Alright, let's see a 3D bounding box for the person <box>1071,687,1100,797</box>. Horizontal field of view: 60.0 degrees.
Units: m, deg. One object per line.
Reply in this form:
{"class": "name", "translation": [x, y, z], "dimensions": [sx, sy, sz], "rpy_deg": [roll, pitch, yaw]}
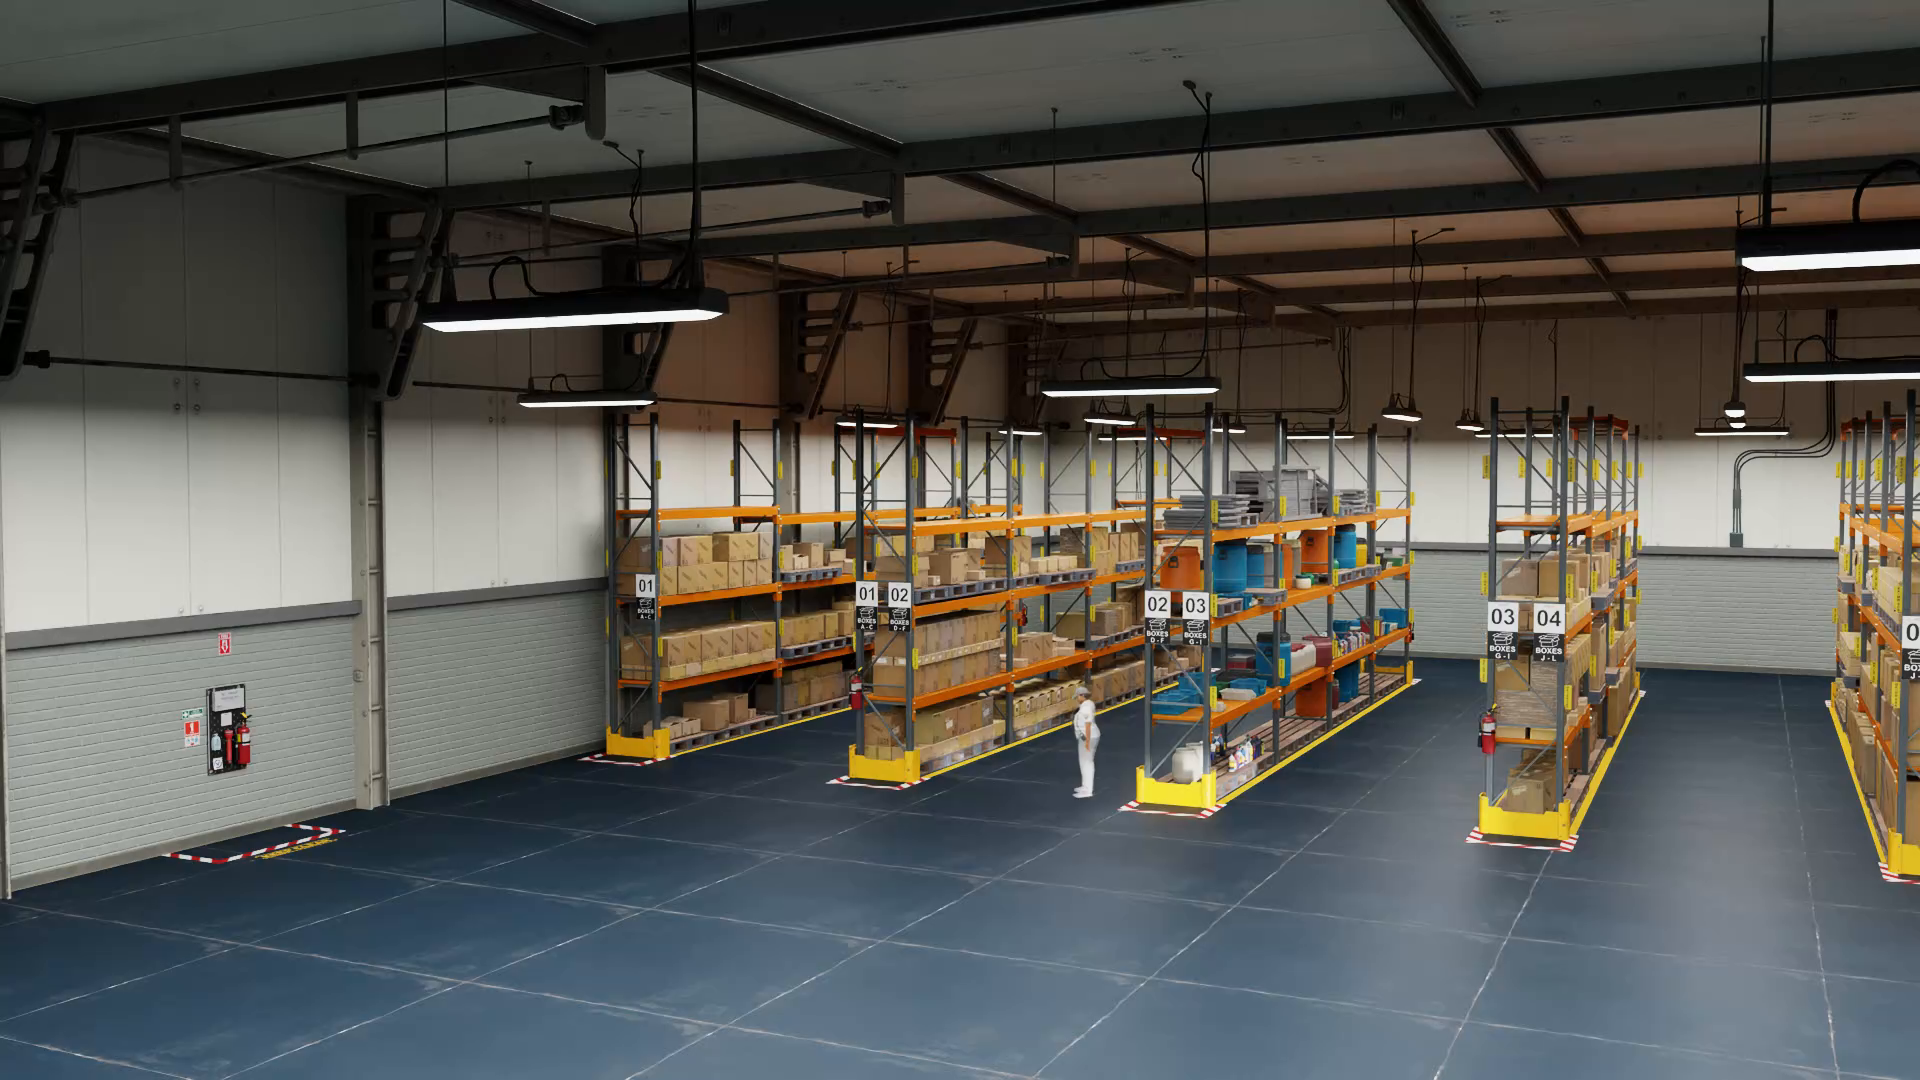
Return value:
{"class": "person", "translation": [1.929, 3.097, 25.612], "dimensions": [0.444, 1.656, 0.586], "rpy_deg": [1, 2, 15]}
